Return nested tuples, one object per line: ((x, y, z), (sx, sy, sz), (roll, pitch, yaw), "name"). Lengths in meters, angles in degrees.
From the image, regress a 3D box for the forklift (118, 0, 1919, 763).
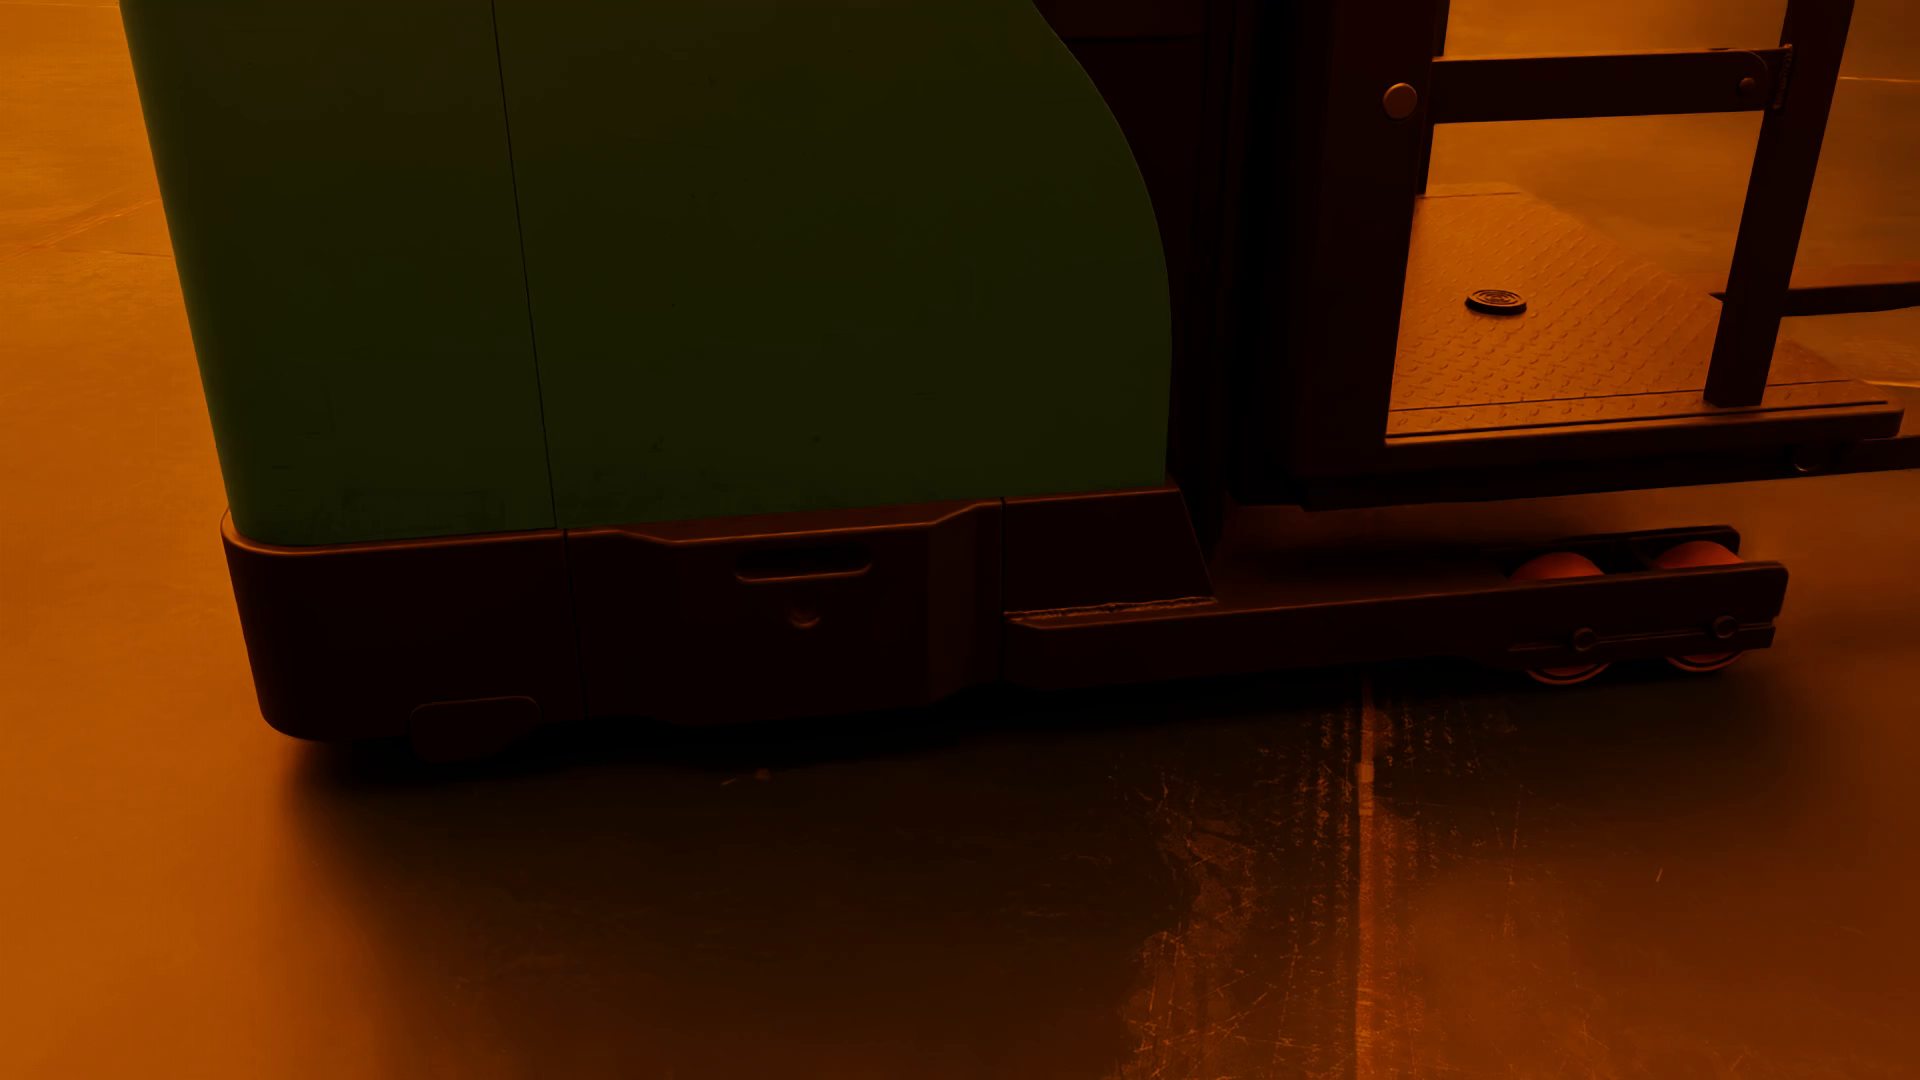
((0.600, -1.354, 1.930), (3.031, 2.935, 1.130), (-4, 27, -9), "forklift")
